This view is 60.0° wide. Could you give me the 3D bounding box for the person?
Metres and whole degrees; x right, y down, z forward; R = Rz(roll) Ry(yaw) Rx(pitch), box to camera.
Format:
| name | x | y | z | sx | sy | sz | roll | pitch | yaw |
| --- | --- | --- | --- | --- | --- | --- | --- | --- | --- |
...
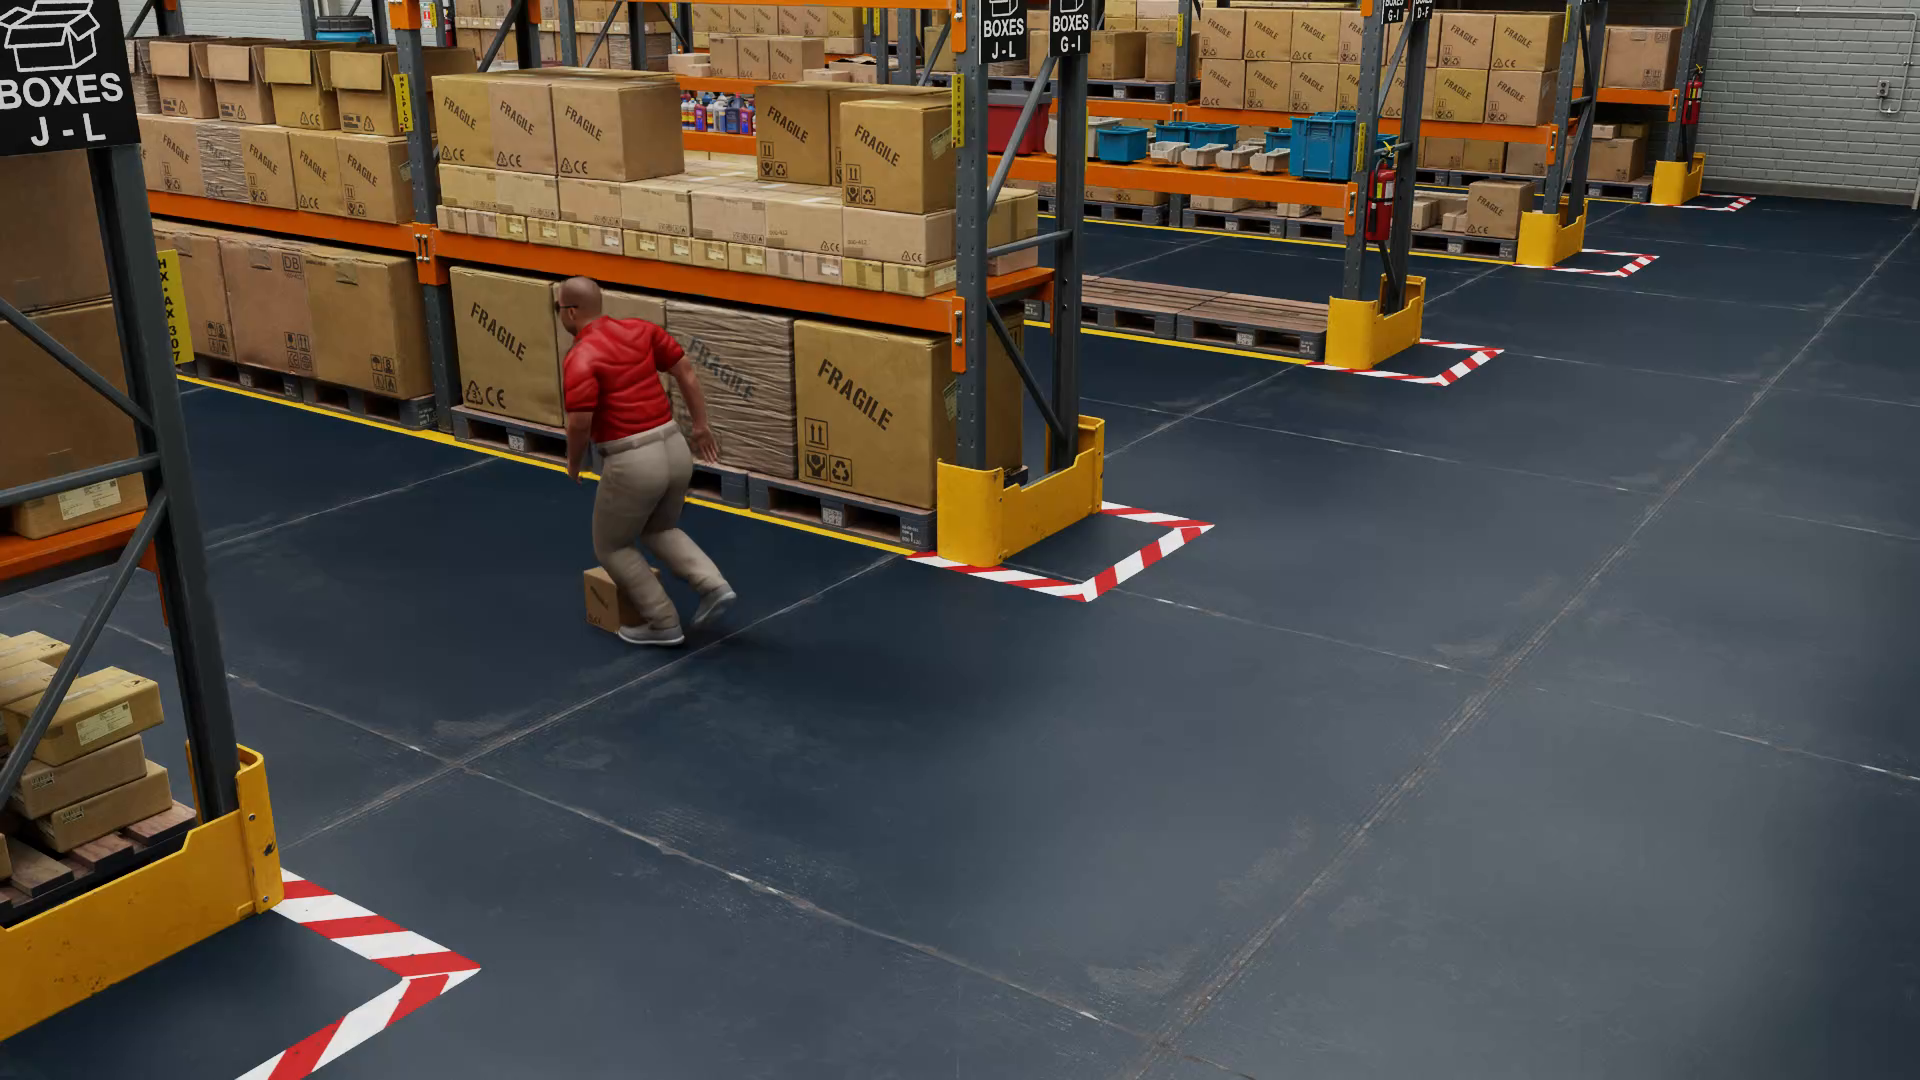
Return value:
| name | x | y | z | sx | sy | sz | roll | pitch | yaw |
| --- | --- | --- | --- | --- | --- | --- | --- | --- | --- |
| person | -1.346 | -0.319 | 7.153 | 0.711 | 1.619 | 0.734 | 11 | 22 | 28 |
